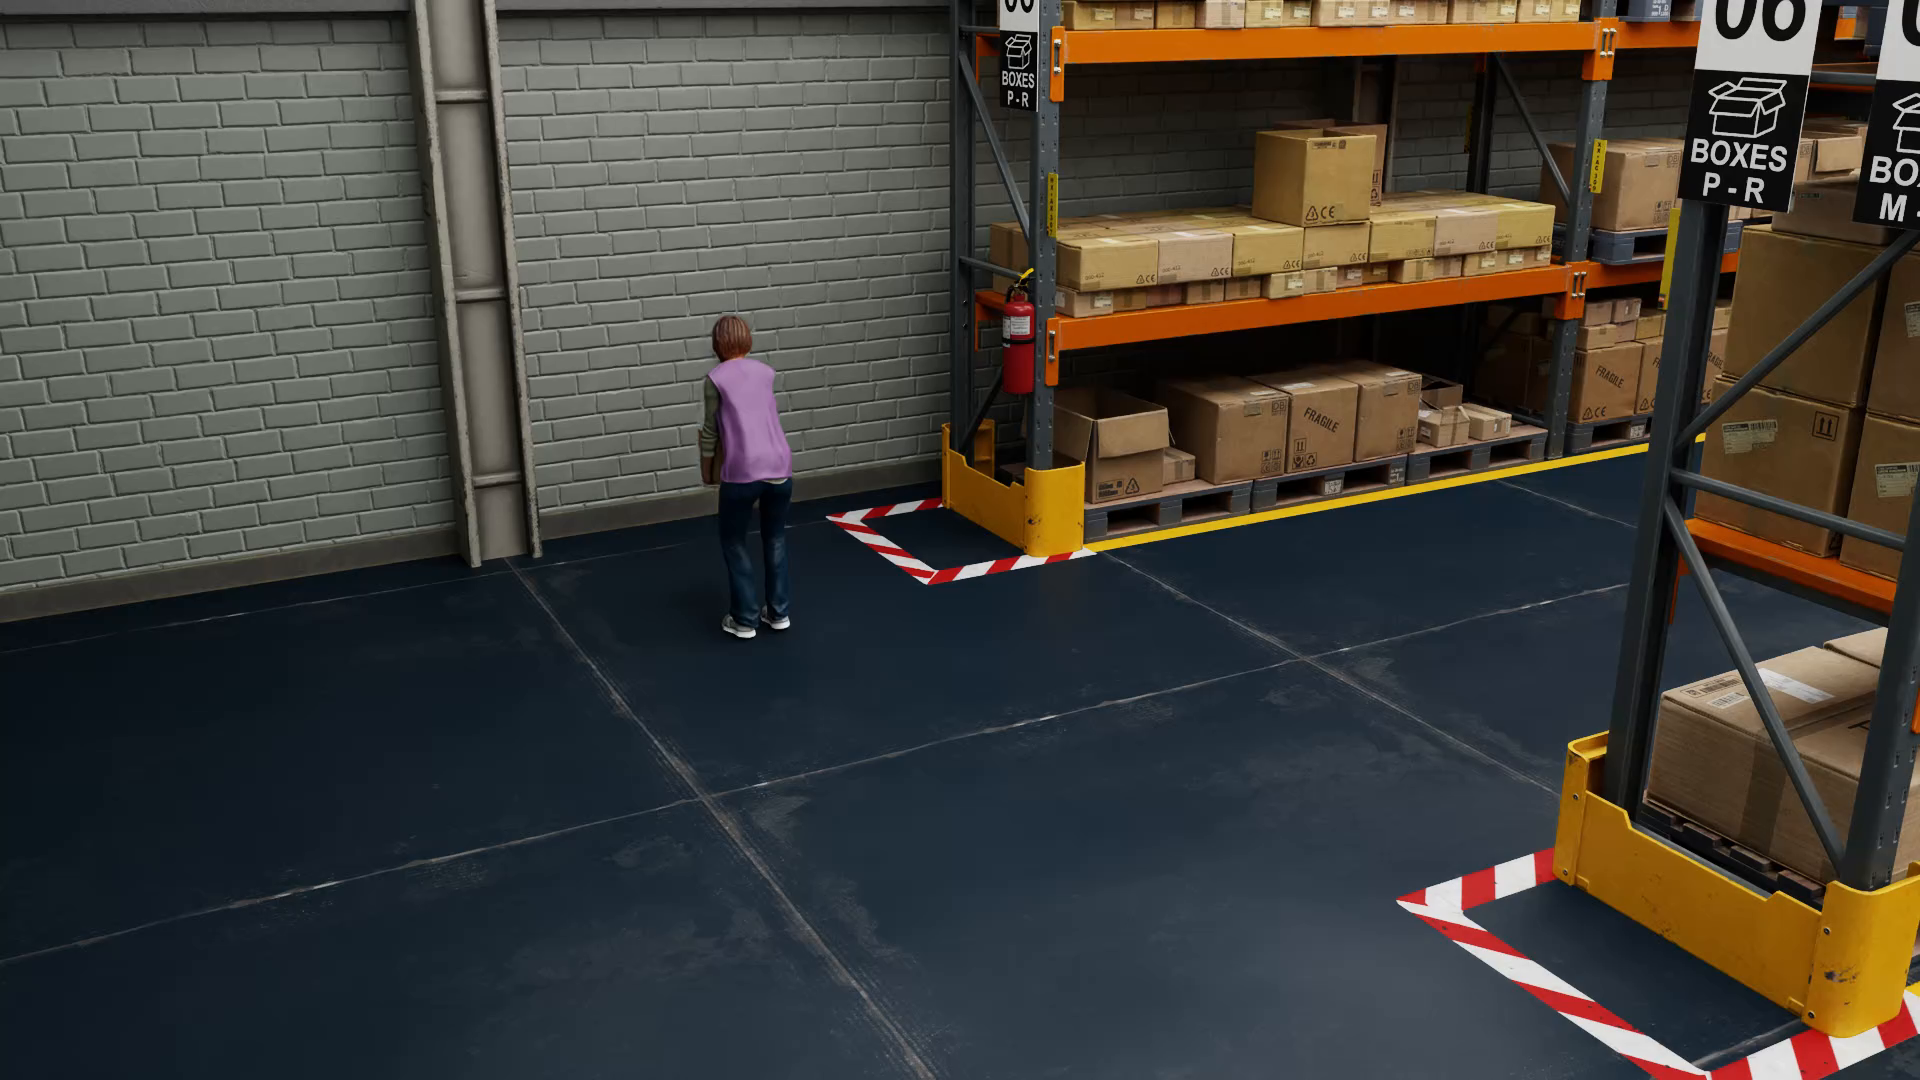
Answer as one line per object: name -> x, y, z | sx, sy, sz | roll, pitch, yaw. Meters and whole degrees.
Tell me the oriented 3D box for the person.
person -> -1.025, -0.324, 8.046 | 0.405, 1.590, 0.489 | -9, 21, -26
